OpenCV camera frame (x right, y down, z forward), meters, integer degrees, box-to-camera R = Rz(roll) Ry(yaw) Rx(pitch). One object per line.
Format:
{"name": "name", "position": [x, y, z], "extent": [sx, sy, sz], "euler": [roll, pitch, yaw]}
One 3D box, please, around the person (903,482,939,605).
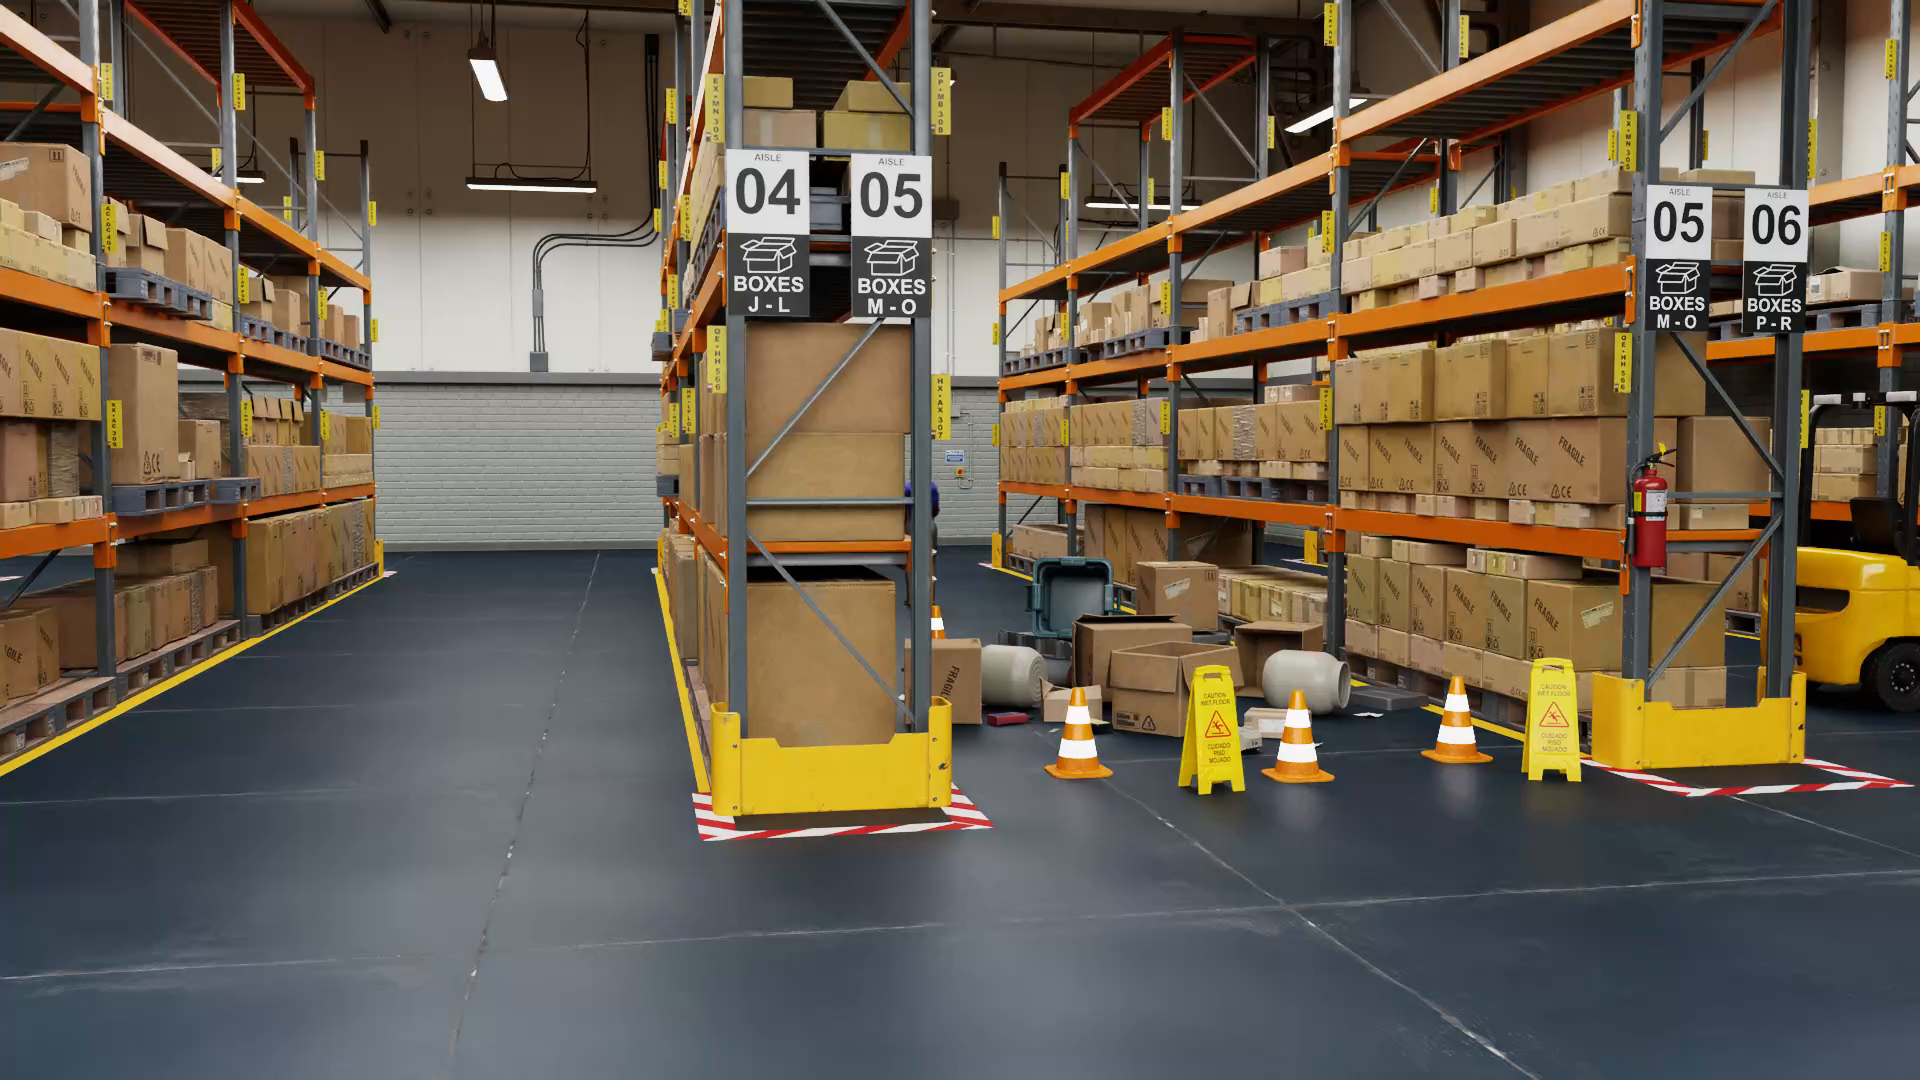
{"name": "person", "position": [-0.460, -0.087, 18.878], "extent": [0.449, 1.655, 0.500], "euler": [-1, 3, -11]}
